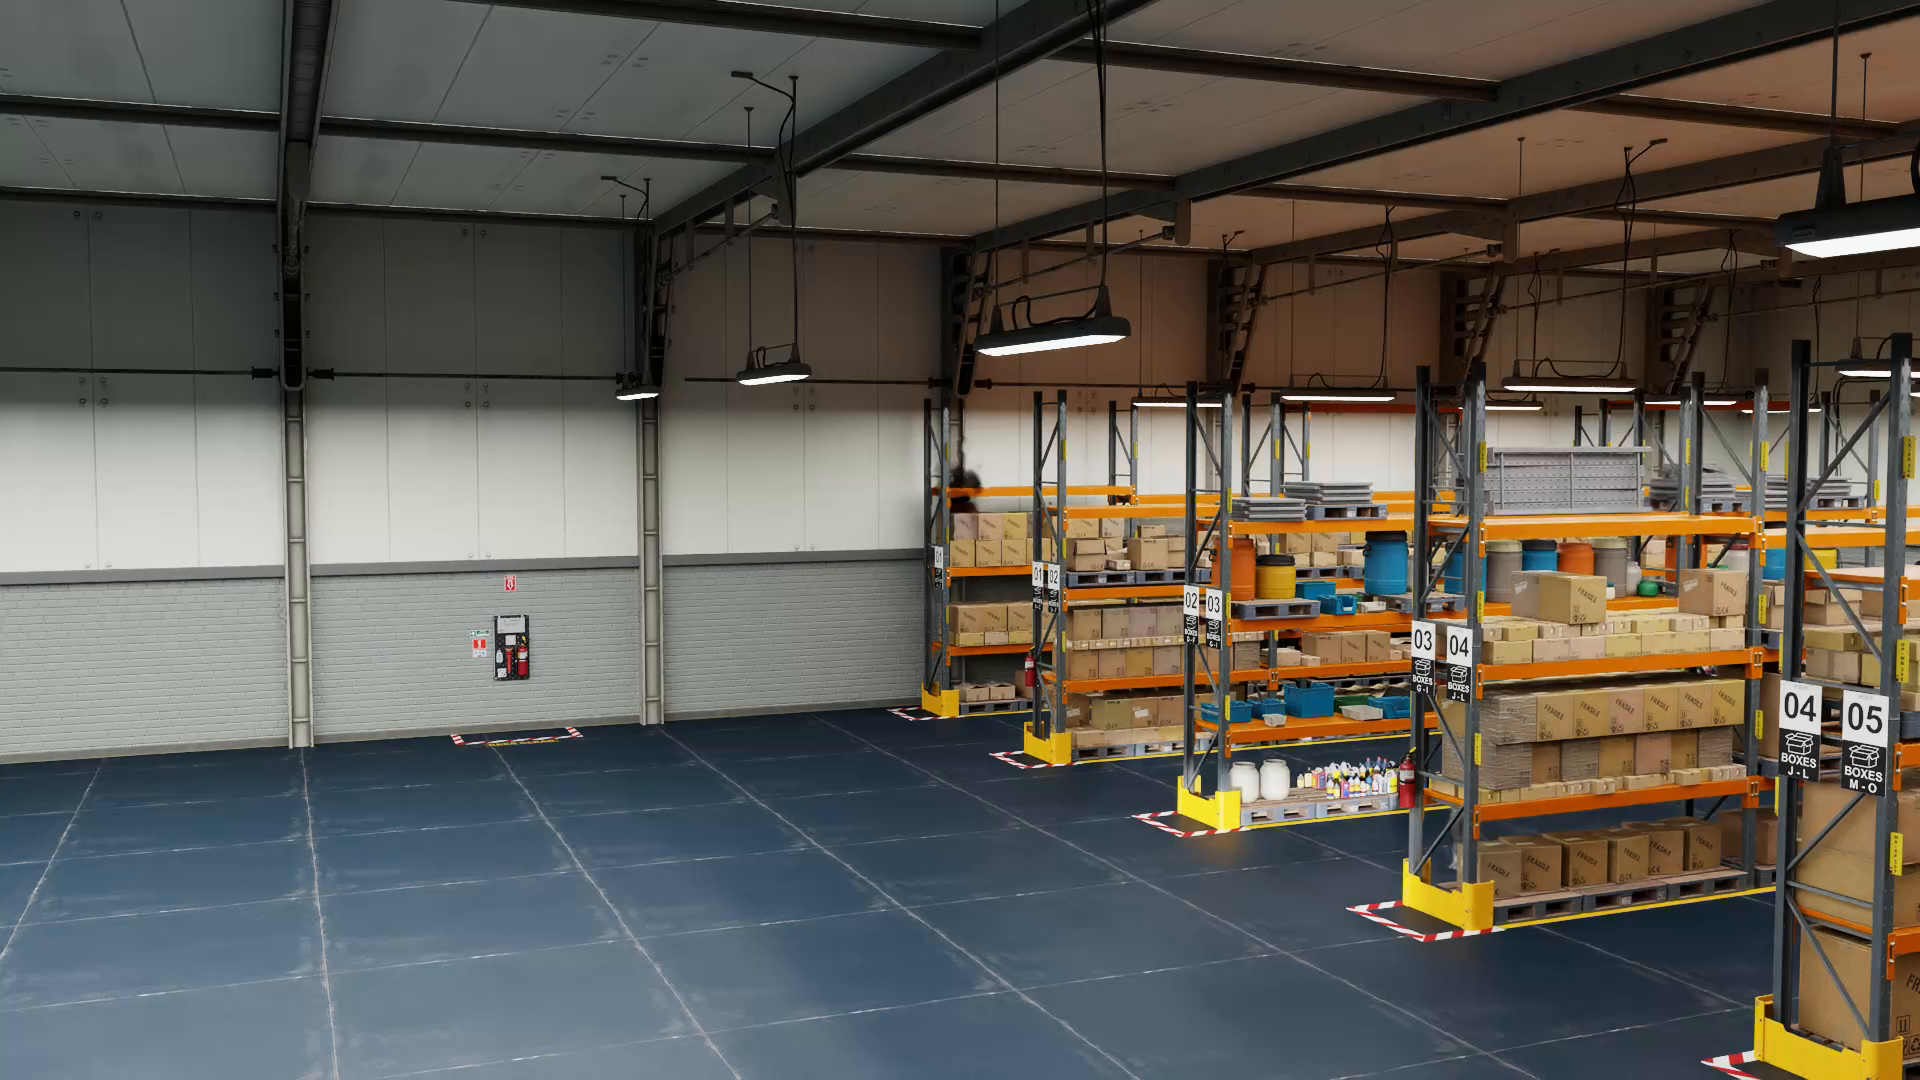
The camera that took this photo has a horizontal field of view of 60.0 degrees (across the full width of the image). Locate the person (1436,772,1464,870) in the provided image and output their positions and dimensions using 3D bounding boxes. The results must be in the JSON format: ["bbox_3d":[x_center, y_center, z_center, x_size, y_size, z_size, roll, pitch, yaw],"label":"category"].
[{"bbox_3d":[6.076,3.174,20.205,0.660,1.624,0.514,-1,4,-23],"label":"person"}]

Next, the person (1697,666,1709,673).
[{"bbox_3d":[13.074,2.579,29.668,0.957,1.648,0.616,-2,4,-33],"label":"person"}]
